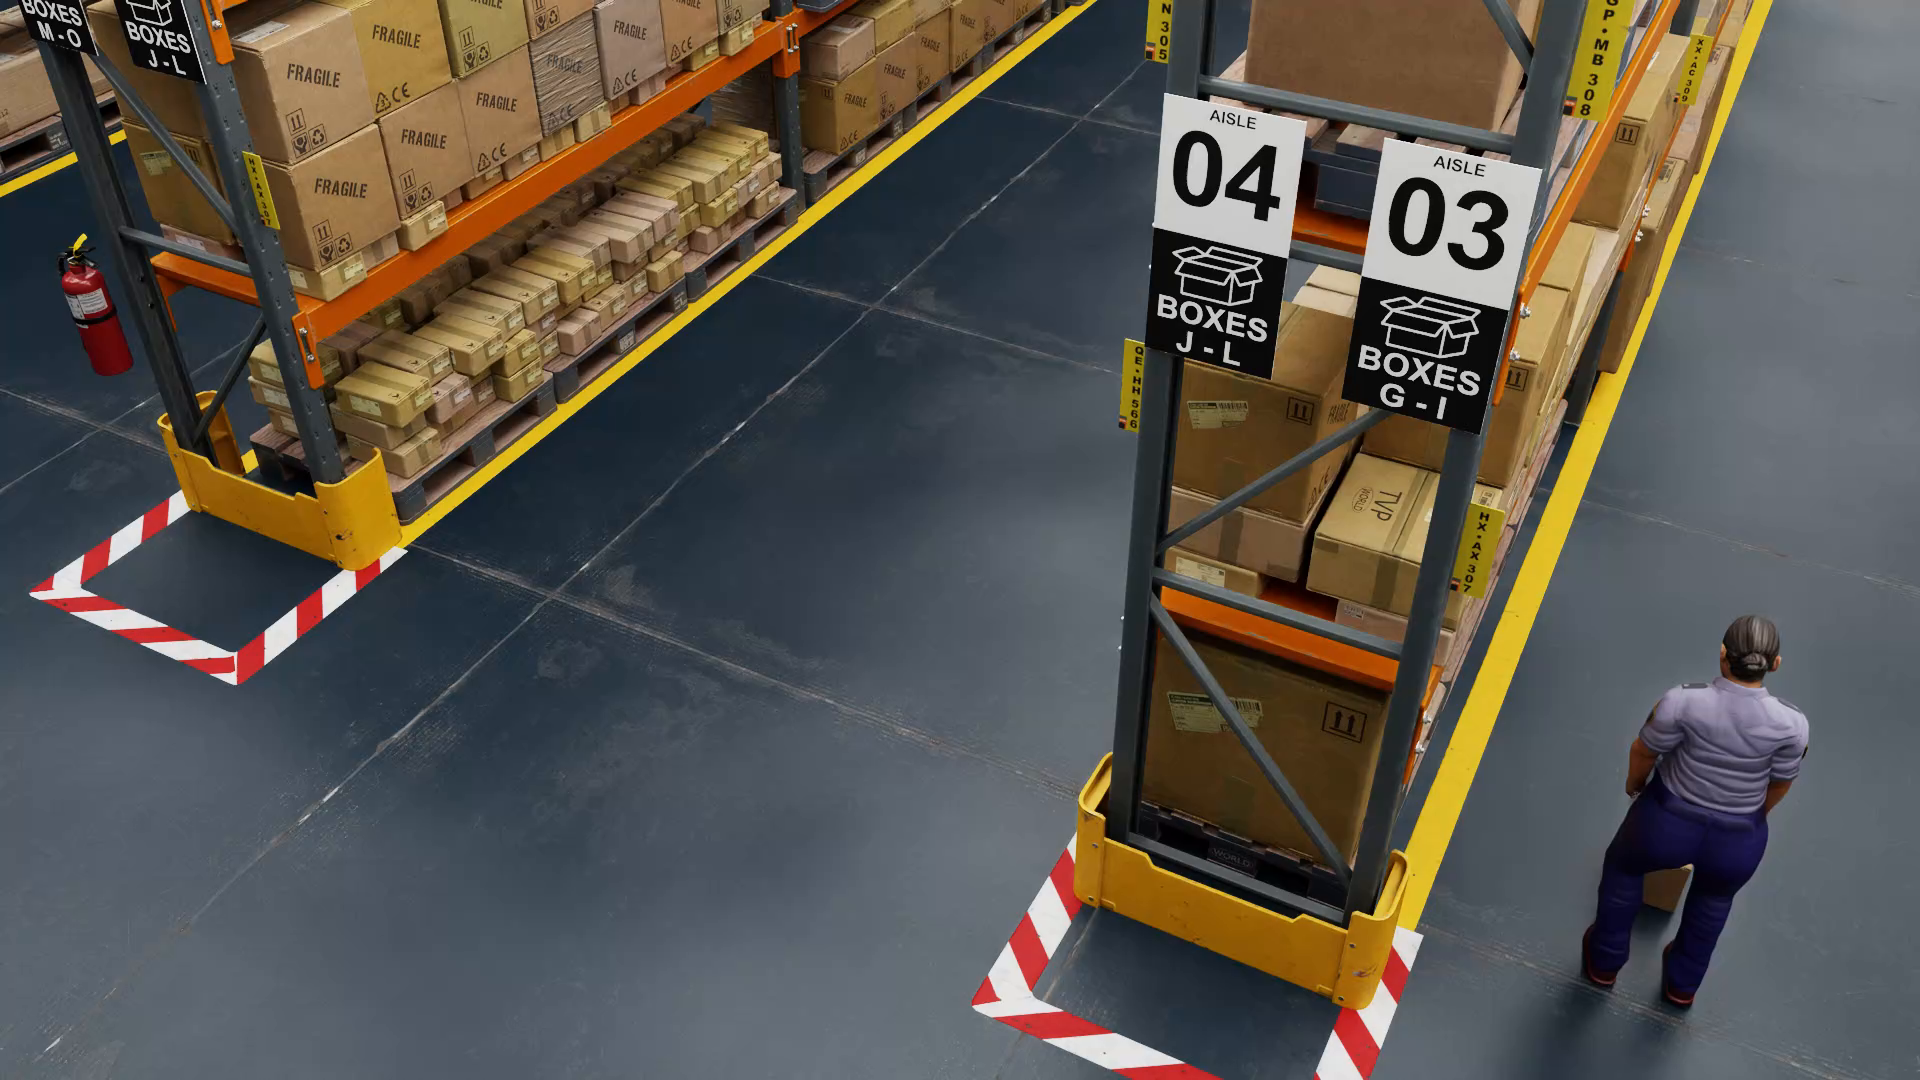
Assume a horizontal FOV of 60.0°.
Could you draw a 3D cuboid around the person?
[{"bbox_3d":[2.457,0.947,5.601,0.496,1.608,0.390,13,40,16],"label":"person"}]
